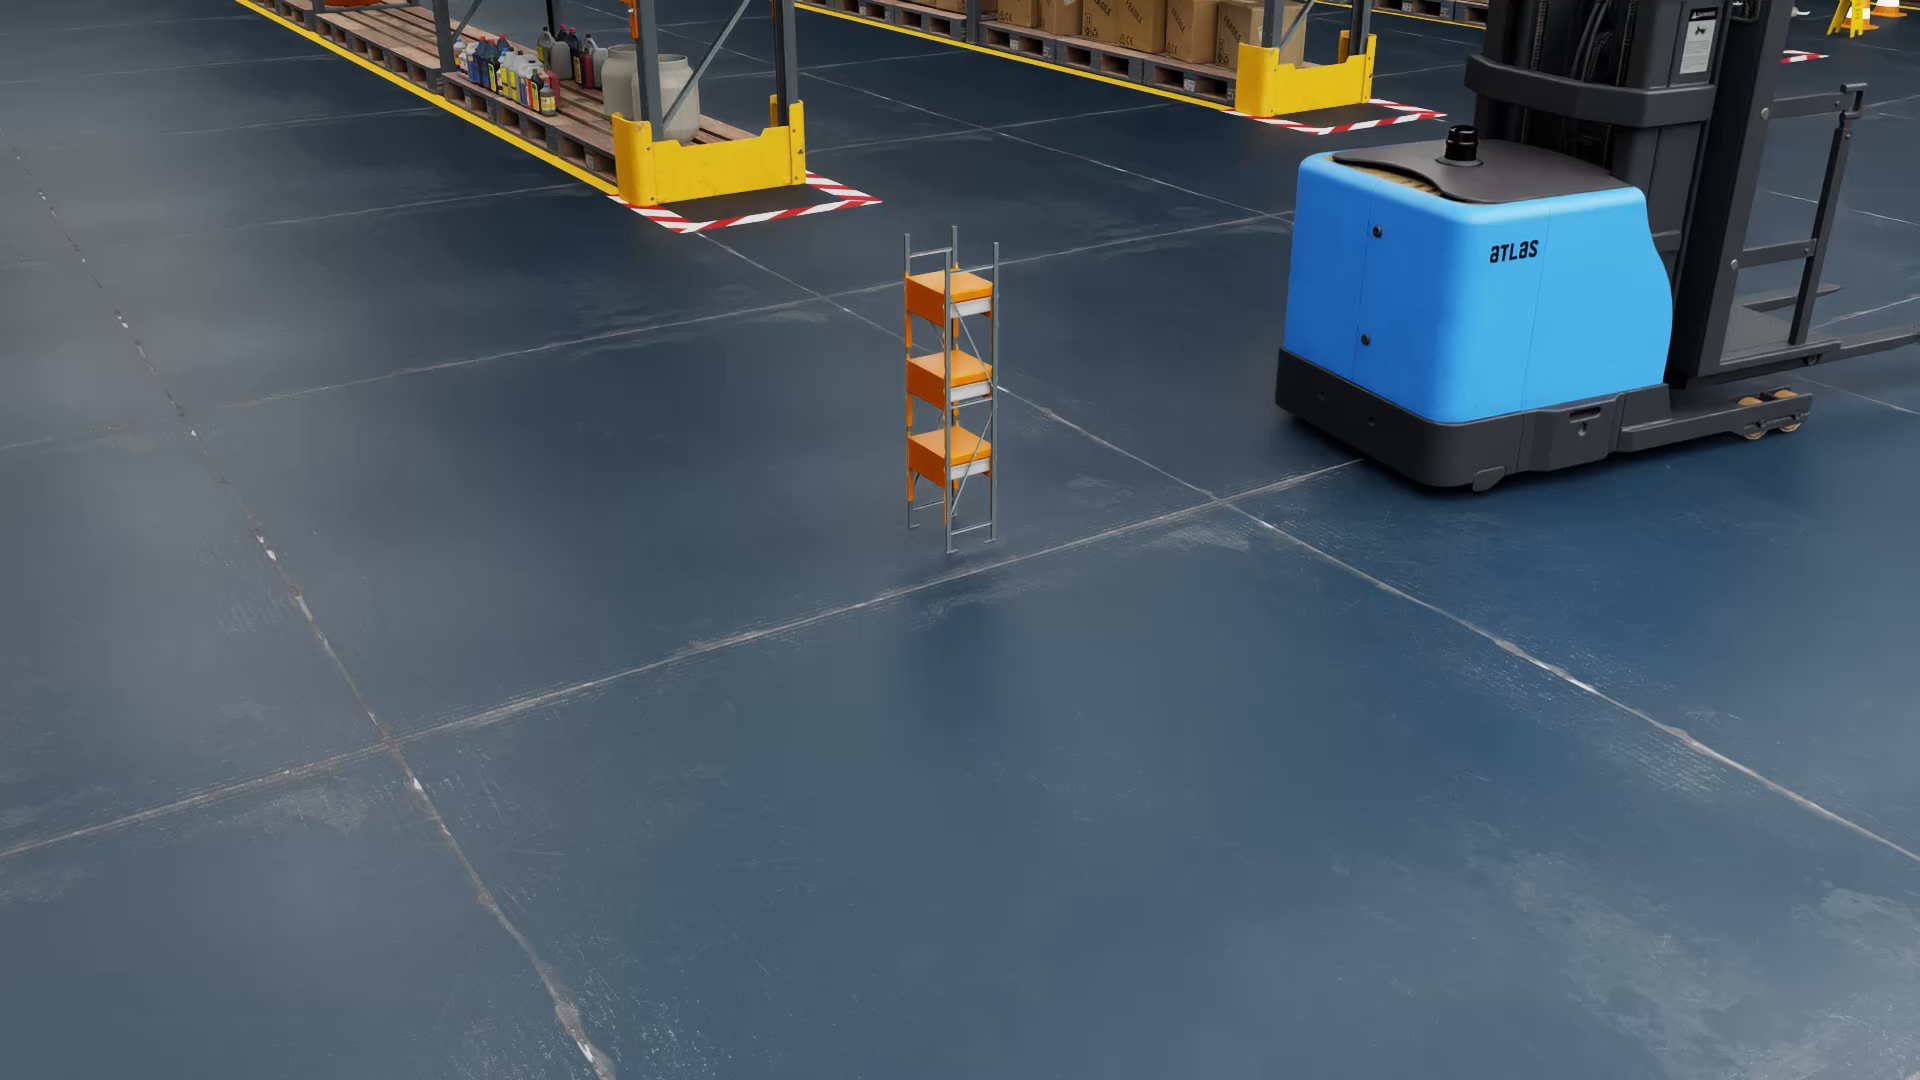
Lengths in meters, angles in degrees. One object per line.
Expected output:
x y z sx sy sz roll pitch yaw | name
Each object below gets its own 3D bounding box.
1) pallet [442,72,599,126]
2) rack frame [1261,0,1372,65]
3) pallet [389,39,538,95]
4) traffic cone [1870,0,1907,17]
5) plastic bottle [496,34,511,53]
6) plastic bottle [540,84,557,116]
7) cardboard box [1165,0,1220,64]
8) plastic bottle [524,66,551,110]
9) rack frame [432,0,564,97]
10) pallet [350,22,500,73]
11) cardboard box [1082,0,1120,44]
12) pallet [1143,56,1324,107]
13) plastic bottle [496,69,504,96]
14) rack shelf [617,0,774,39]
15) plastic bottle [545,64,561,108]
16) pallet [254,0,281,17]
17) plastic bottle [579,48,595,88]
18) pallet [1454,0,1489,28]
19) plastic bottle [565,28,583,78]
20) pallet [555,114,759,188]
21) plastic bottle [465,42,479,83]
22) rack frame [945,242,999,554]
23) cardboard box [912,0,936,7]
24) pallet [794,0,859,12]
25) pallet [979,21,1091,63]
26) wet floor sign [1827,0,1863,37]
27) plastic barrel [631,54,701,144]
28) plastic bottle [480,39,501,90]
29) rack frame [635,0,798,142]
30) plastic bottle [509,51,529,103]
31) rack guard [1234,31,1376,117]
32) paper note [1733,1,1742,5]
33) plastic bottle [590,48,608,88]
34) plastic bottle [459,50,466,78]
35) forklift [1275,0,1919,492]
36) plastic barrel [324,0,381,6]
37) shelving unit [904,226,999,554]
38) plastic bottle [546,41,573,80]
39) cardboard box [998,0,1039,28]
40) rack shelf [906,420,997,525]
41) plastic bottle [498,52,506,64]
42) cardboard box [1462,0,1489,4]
-3.308 -3.452 12.816 1.003 0.211 1.213 -16 29 -30 | pallet
2.694 -4.687 12.165 1.000 3.000 0.127 -16 29 -30 | rack frame
-4.101 -3.974 13.921 1.003 0.211 1.213 -16 29 -30 | pallet
9.681 -5.702 17.287 0.336 0.463 0.334 -16 29 -30 | traffic cone
-3.426 -3.613 12.477 0.144 0.351 0.185 -16 29 -30 | plastic bottle
-2.826 -3.021 11.398 0.097 0.201 0.097 0 25 0 | plastic bottle
2.012 -4.180 13.526 0.500 0.500 0.500 -8 26 -16 | cardboard box
-2.940 -3.151 11.587 0.152 0.276 0.135 -15 29 -29 | plastic bottle
-3.640 -4.963 12.750 1.000 3.000 0.127 -16 29 -30 | rack frame
-4.771 -4.411 14.847 1.003 0.211 1.213 -16 29 -30 | pallet
1.419 -4.618 14.455 0.500 0.500 0.500 -19 31 -34 | cardboard box
2.239 -3.752 13.450 1.003 0.211 1.213 -16 29 -30 | pallet
-3.309 -3.337 12.068 0.097 0.201 0.097 0 25 0 | plastic bottle
-2.548 -3.923 11.388 1.077 0.370 4.000 -16 29 -30 | rack shelf
-2.852 -3.180 11.638 0.061 0.283 0.133 -16 29 -30 | plastic bottle
-6.950 -5.841 17.876 1.003 0.211 1.213 -16 29 -30 | pallet
-2.769 -3.503 12.322 0.061 0.283 0.133 -16 29 -30 | plastic bottle
5.741 -5.249 16.622 1.003 0.211 1.213 -16 29 -30 | pallet
-2.942 -3.733 12.731 0.144 0.351 0.185 -17 30 -32 | plastic bottle
-1.976 -2.580 10.967 1.003 0.211 1.213 -16 29 -30 | pallet
-3.633 -3.605 12.548 0.152 0.276 0.135 -14 29 -28 | plastic bottle
0.037 -0.450 5.474 0.200 1.050 0.008 -16 29 -30 | rack frame
-0.051 -5.586 16.481 0.700 0.500 0.500 -16 29 -30 | cardboard box
-1.248 -6.007 18.228 1.003 0.211 1.213 -16 29 -30 | pallet
0.907 -4.625 15.299 1.003 0.211 1.213 -16 29 -30 | pallet
8.580 -5.193 15.995 0.267 0.644 0.232 -22 33 -38 | wet floor sign
-1.879 -2.815 10.622 0.421 0.512 0.421 0 25 0 | plastic barrel
-3.444 -3.511 12.262 0.144 0.351 0.185 -17 30 -32 | plastic bottle
-1.456 -3.533 9.720 1.000 3.000 0.127 -16 29 -30 | rack frame
-3.110 -3.293 11.799 0.144 0.351 0.185 -14 29 -27 | plastic bottle
2.652 -3.584 12.756 1.175 0.500 0.348 -16 29 -30 | rack guard
8.475 -5.862 18.144 0.148 0.019 0.142 -6 26 -12 | paper note
-2.680 -3.524 12.377 0.152 0.276 0.135 -15 29 -29 | plastic bottle
-3.777 -3.644 12.719 0.097 0.201 0.097 0 25 0 | plastic bottle
2.839 -1.913 6.369 3.031 2.935 1.130 -11 28 -23 | forklift
-6.104 -5.774 16.517 0.600 0.830 0.708 -16 29 -30 | plastic barrel
-0.029 -0.494 5.566 0.215 1.050 0.252 -16 29 -30 | shelving unit
-3.052 -3.655 12.654 0.152 0.276 0.135 -16 29 -30 | plastic bottle
0.695 -5.025 15.316 0.500 0.500 0.500 -17 30 -31 | cardboard box
-0.029 -0.233 5.690 0.215 0.259 0.240 -16 29 -30 | rack shelf
-3.332 -3.432 12.186 0.097 0.271 0.097 0 25 0 | plastic bottle
5.501 -5.904 16.739 0.875 0.875 0.875 -15 29 -29 | cardboard box
